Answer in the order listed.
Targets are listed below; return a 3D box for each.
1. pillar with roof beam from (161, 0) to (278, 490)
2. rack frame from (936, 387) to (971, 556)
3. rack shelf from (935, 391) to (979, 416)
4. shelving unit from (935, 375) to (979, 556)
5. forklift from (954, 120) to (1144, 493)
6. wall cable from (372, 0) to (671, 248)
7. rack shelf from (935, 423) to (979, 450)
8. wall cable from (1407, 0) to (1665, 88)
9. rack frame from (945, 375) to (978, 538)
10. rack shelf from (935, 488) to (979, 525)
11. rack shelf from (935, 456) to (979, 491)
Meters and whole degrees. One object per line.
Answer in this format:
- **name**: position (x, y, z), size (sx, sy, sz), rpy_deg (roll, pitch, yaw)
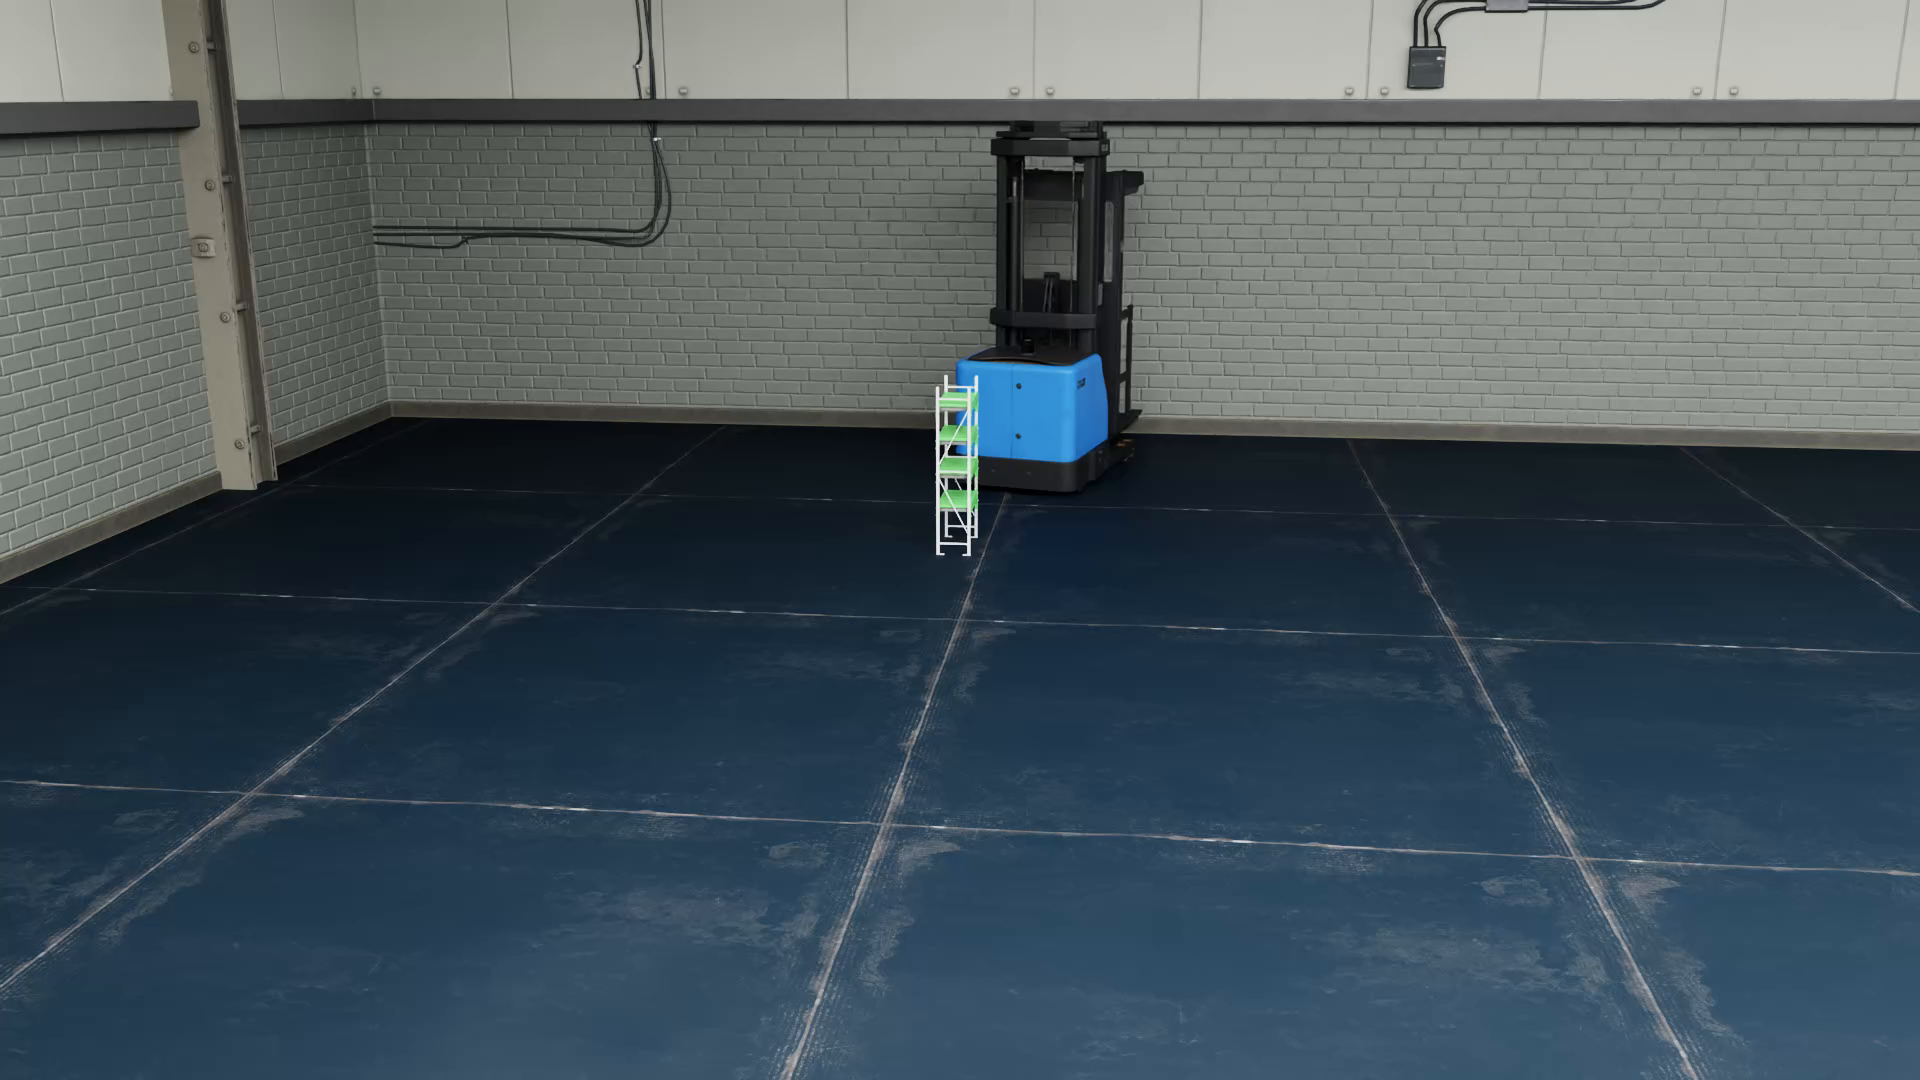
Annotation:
- **pillar with roof beam**: position (-1.664, -4.685, 12.249), size (9.100, 9.000, 0.400), rpy_deg (2, 15, 6)
- **rack frame**: position (-0.046, -0.473, 11.613), size (0.240, 1.200, 0.015), rpy_deg (2, 15, 6)
- **rack shelf**: position (-0.019, -0.938, 11.738), size (0.258, 0.148, 0.480), rpy_deg (2, 15, 6)
- **shelving unit**: position (-0.019, -0.536, 11.847), size (0.258, 1.200, 0.503), rpy_deg (2, 15, 6)
- **forklift**: position (0.935, -2.138, 14.452), size (1.130, 2.935, 3.031), rpy_deg (6, 16, 20)
- **wall cable**: position (-4.295, -4.038, 15.804), size (3.097, 2.526, 0.112), rpy_deg (2, 15, 6)
- **rack shelf**: position (-0.019, -0.706, 11.801), size (0.258, 0.148, 0.480), rpy_deg (2, 15, 6)
- **wall cable**: position (5.136, -6.895, 13.906), size (2.305, 6.003, 0.169), rpy_deg (2, 15, 6)
- **rack frame**: position (0.009, -0.600, 12.081), size (0.240, 1.200, 0.015), rpy_deg (2, 15, 6)
- **rack shelf**: position (-0.019, -0.243, 11.926), size (0.258, 0.148, 0.480), rpy_deg (2, 15, 6)
- **rack shelf**: position (-0.019, -0.475, 11.863), size (0.258, 0.148, 0.480), rpy_deg (2, 15, 6)
